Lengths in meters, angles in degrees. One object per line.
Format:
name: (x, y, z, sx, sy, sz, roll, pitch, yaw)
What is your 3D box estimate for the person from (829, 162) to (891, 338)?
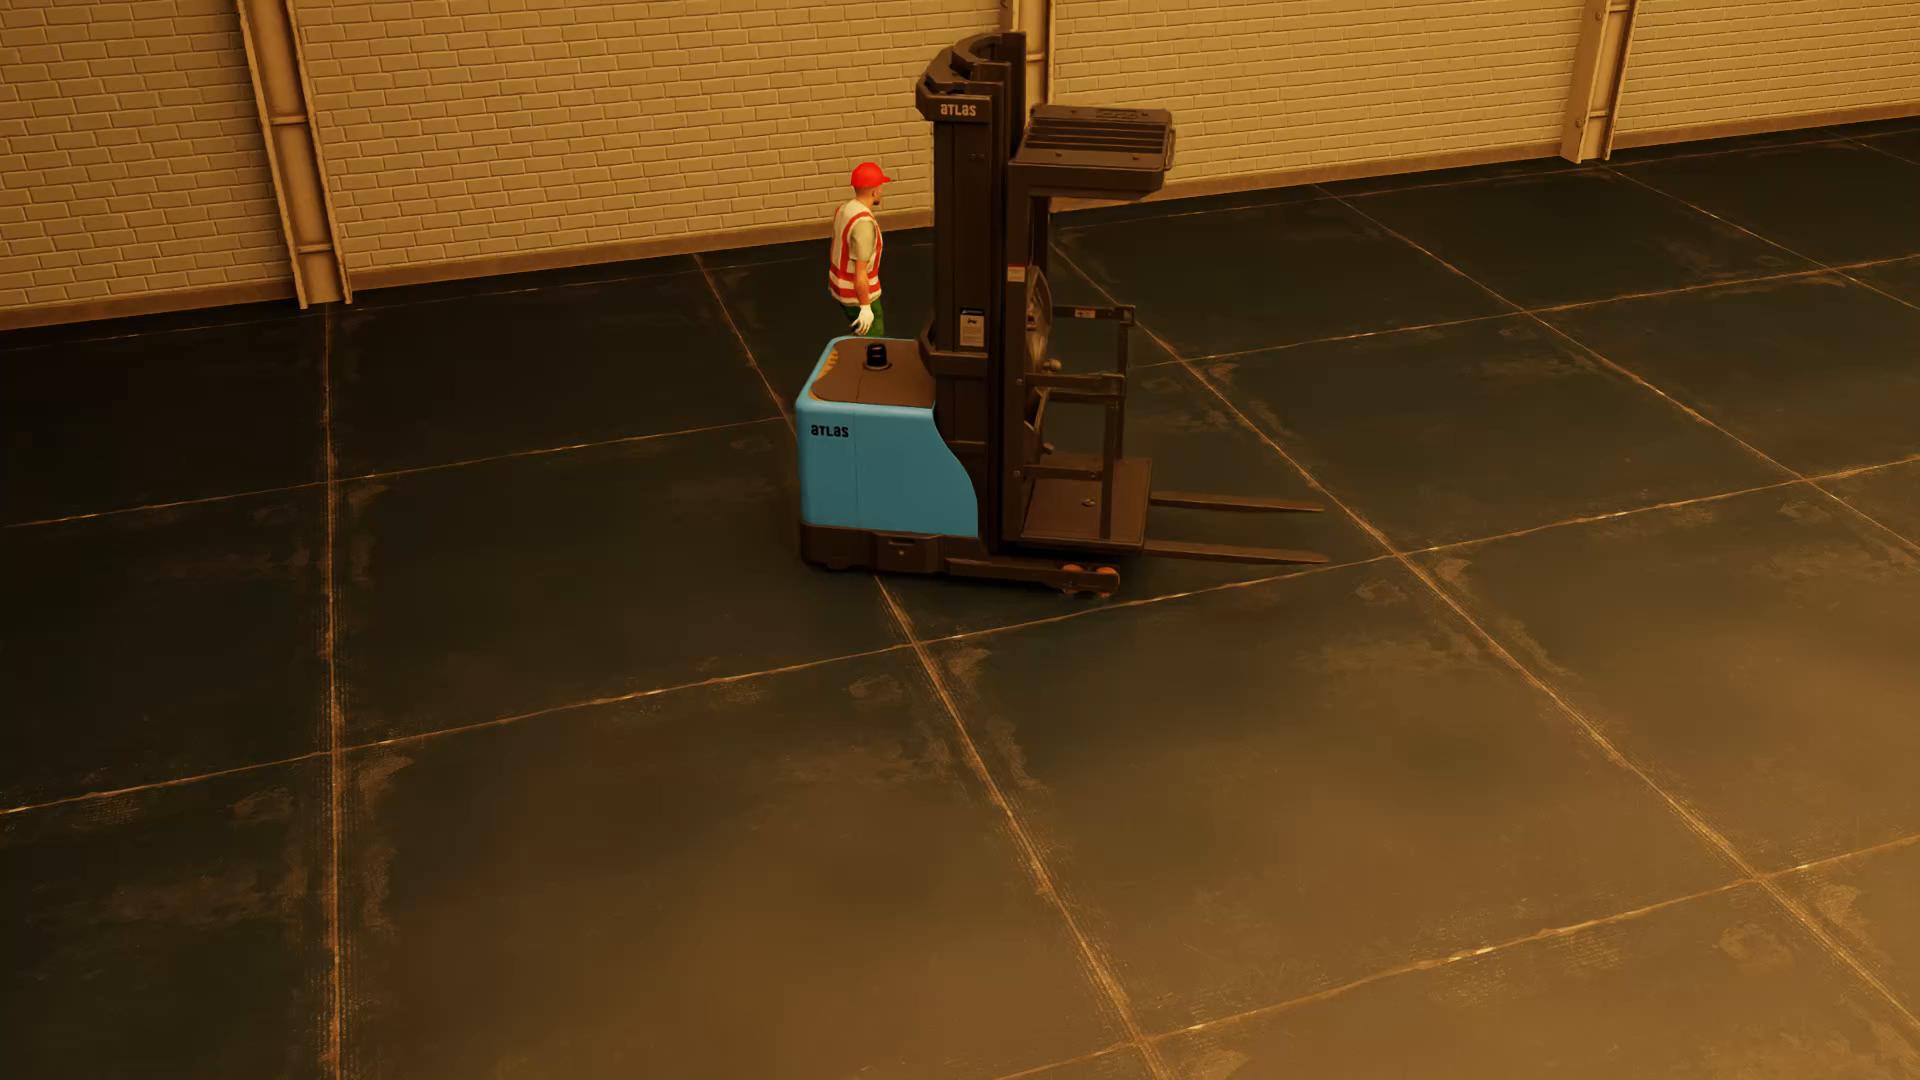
person: (-0.650, -1.667, 11.171, 0.435, 1.748, 0.856, -11, 32, -18)

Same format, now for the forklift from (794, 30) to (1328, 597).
forklift: (0.625, -1.233, 9.230, 3.031, 2.935, 1.130, 4, 30, 8)
